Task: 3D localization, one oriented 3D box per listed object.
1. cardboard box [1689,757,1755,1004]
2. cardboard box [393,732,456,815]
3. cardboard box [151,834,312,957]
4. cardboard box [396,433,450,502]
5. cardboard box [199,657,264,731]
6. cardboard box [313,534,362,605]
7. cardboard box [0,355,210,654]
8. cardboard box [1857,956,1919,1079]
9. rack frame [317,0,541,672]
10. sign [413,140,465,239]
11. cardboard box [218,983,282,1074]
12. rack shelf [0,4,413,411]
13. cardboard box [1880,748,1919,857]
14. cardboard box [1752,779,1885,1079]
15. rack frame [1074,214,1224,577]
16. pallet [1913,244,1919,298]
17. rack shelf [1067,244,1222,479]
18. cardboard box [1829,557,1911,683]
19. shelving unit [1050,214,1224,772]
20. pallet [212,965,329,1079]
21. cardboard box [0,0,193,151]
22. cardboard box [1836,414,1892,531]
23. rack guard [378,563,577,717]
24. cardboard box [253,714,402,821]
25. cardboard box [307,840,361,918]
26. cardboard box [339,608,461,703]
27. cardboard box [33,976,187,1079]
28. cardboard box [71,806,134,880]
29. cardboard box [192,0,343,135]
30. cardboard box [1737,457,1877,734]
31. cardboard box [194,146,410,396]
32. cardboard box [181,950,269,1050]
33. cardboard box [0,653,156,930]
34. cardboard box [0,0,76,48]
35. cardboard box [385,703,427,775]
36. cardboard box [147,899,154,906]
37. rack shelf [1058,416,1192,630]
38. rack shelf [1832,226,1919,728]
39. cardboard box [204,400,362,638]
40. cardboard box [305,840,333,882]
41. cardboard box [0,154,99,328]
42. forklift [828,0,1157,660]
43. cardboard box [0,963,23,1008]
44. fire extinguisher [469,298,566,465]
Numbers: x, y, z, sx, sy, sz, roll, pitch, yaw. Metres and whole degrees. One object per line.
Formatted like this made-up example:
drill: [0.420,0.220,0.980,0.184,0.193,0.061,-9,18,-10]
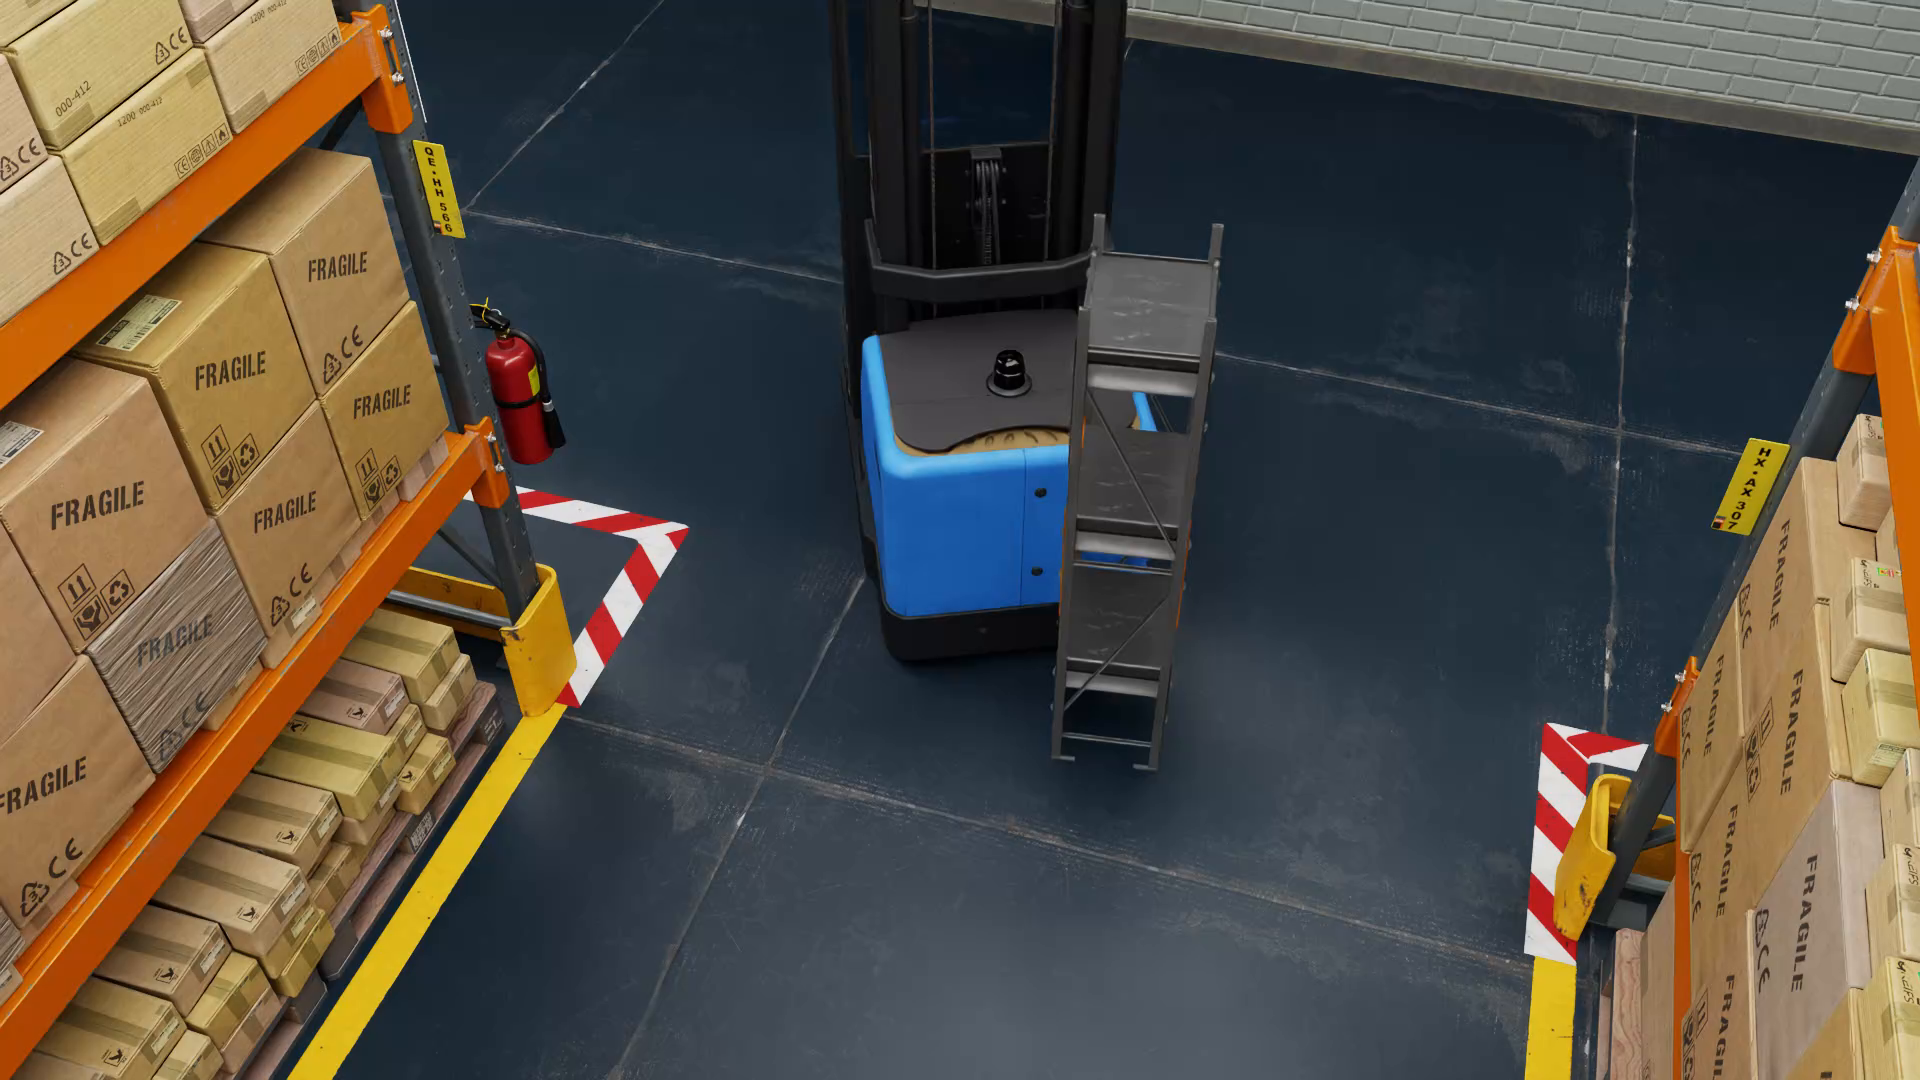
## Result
cardboard box: [2.105,0.885,4.028,0.500,0.500,0.500,12,46,12]
cardboard box: [-2.040,0.795,5.930,0.380,0.149,0.250,14,46,14]
cardboard box: [-2.272,1.106,5.187,0.380,0.149,0.250,14,46,14]
cardboard box: [-1.927,-0.295,5.486,0.380,0.149,0.250,13,46,13]
cardboard box: [-2.263,0.377,4.798,0.380,0.149,0.250,11,45,11]
cardboard box: [-2.100,0.033,5.150,0.380,0.149,0.250,12,46,12]
cardboard box: [-2.302,-0.118,4.125,0.500,0.500,0.500,15,46,15]
cardboard box: [1.769,0.897,2.838,0.380,0.149,0.250,12,46,12]
rack frame: [-2.098,-0.662,5.681,1.000,3.000,0.127,13,46,13]
sign: [-1.575,-1.058,5.032,0.100,0.325,0.005,13,46,13]
cardboard box: [-2.384,1.481,5.229,0.380,0.149,0.250,13,46,13]
rack shelf: [-2.703,-0.144,3.521,1.077,0.370,4.000,13,46,13]
cardboard box: [1.988,0.576,3.165,0.380,0.149,0.250,13,46,13]
cardboard box: [1.935,0.876,3.323,0.500,0.500,0.500,12,46,12]
rack frame: [0.617,-0.242,5.895,0.400,2.100,0.015,6,45,6]
pallet: [2.436,-0.225,3.153,1.003,0.211,1.213,13,46,13]
rack shelf: [0.581,-0.564,5.242,0.431,0.518,0.480,6,45,6]
cardboard box: [2.080,0.211,3.539,0.380,0.149,0.250,14,46,14]
shelving unit: [0.581,-0.073,5.722,0.431,2.100,0.503,6,45,6]
pallet: [-2.772,1.730,5.230,1.003,0.211,1.213,13,46,13]
cardboard box: [-2.148,-1.157,3.792,0.500,0.250,0.500,11,46,11]
cardboard box: [2.279,-0.128,3.885,0.380,0.149,0.250,13,46,13]
rack guard: [-2.121,0.282,6.503,1.175,0.500,0.348,13,46,13]
cardboard box: [-2.105,0.755,5.545,0.380,0.149,0.250,12,46,12]
cardboard box: [-2.264,1.120,5.598,0.380,0.149,0.250,13,46,13]
cardboard box: [-2.016,0.401,5.908,0.380,0.149,0.250,13,46,13]
cardboard box: [-2.510,1.438,4.847,0.380,0.149,0.250,13,46,13]
cardboard box: [-2.466,0.725,4.443,0.380,0.149,0.250,13,46,13]
cardboard box: [-1.983,-1.321,4.317,0.500,0.250,0.500,12,46,12]
cardboard box: [2.234,0.185,4.028,0.500,0.500,0.500,12,46,12]
cardboard box: [-1.999,-0.804,4.827,0.500,0.500,0.500,12,46,12]
cardboard box: [-2.381,1.374,5.125,0.380,0.149,0.250,15,46,15]
cardboard box: [-2.455,0.562,4.146,0.500,0.500,0.500,15,46,15]
cardboard box: [-2.140,-1.204,3.555,0.380,0.149,0.250,13,46,13]
cardboard box: [-2.116,0.675,5.839,0.380,0.149,0.250,12,46,12]
cardboard box: [-2.798,1.093,5.413,0.380,0.149,0.250,11,45,11]
rack shelf: [0.581,-0.063,5.732,0.431,0.518,0.480,6,45,6]
rack shelf: [2.045,0.837,2.519,1.077,0.370,4.000,13,46,13]
cardboard box: [-2.149,-0.108,4.830,0.500,0.500,0.500,12,46,12]
cardboard box: [-2.321,1.017,5.491,0.380,0.149,0.250,12,46,12]
cardboard box: [-2.294,-0.652,3.633,0.500,0.250,0.500,14,46,14]
forklift: [0.032,-1.611,6.699,1.130,2.935,3.031,-5,45,-6]
cardboard box: [-2.559,1.086,4.074,0.380,0.149,0.250,14,46,14]
fire extinguisher: [-1.582,-0.571,5.910,0.296,0.674,0.183,13,46,13]
